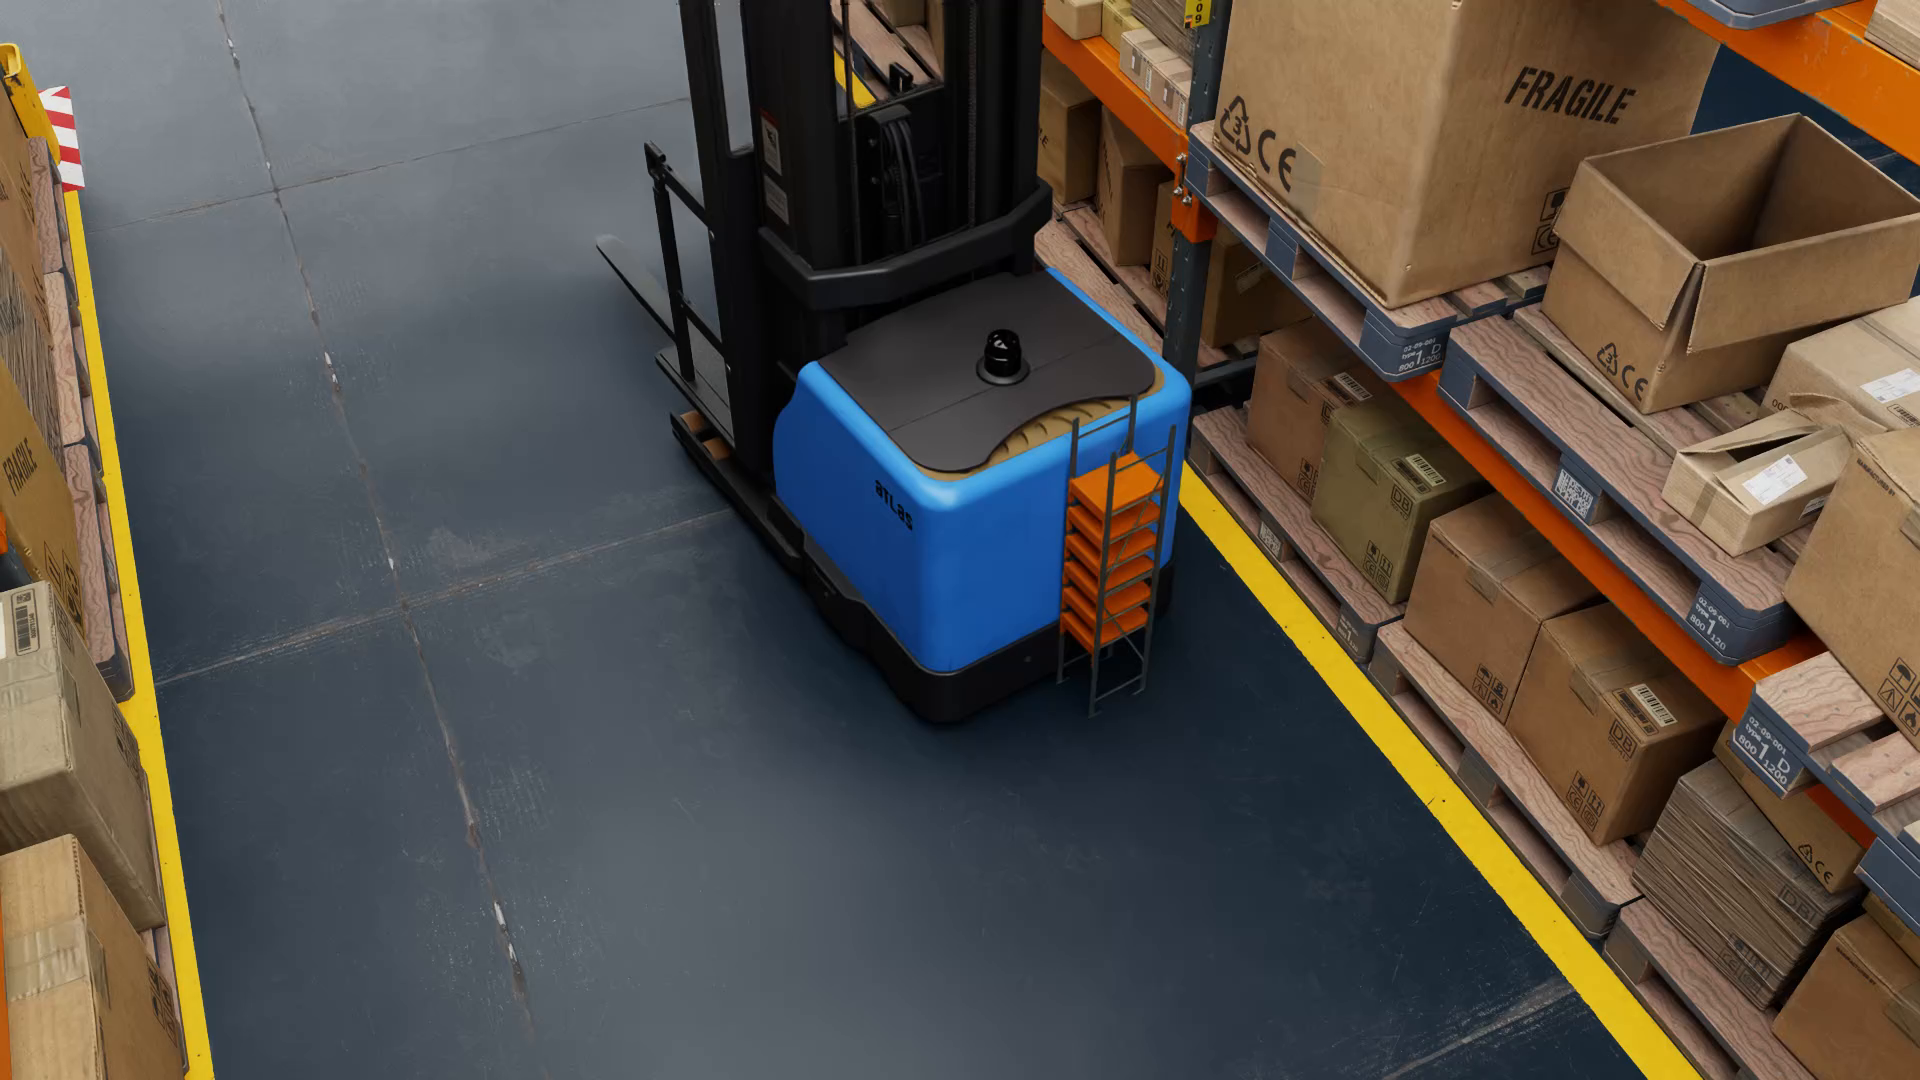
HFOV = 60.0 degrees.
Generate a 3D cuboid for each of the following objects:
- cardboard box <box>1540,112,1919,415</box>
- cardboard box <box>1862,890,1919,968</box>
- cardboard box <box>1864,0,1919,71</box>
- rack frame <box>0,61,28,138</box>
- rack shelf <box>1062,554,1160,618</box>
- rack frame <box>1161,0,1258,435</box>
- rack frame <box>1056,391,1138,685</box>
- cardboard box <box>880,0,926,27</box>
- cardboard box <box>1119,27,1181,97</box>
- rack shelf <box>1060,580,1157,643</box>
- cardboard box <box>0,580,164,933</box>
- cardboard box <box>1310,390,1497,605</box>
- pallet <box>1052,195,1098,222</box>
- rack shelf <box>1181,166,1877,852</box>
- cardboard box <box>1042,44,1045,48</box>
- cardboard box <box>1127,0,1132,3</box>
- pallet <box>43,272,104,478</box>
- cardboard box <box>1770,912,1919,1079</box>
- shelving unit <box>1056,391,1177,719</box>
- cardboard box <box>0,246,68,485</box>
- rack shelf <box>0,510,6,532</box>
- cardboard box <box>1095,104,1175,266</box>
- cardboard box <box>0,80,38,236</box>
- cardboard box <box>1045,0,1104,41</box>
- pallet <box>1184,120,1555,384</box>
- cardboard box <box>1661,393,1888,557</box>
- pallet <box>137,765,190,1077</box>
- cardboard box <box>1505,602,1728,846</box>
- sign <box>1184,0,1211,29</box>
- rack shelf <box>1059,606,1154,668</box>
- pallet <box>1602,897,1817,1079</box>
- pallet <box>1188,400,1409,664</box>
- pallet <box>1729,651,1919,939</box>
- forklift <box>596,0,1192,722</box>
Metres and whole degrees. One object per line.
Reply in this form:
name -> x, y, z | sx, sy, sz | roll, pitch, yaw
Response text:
cardboard box -> 2.077, -0.762, 4.514 | 0.797, 0.503, 0.637 | -14, 46, -13
cardboard box -> 2.637, 0.944, 4.090 | 0.500, 0.250, 0.500 | -16, 47, -16
cardboard box -> 2.094, -0.982, 3.080 | 0.500, 0.250, 0.500 | -17, 47, -16
rack frame -> -4.961, -2.802, 6.954 | 1.000, 3.000, 0.127 | -18, 47, -17
rack shelf -> 0.485, 0.111, 5.347 | 0.258, 0.103, 0.180 | -25, 50, -23
rack frame -> 1.264, -1.653, 5.790 | 1.000, 3.000, 0.127 | -18, 47, -17
rack frame -> 0.434, 0.026, 5.370 | 0.240, 1.200, 0.006 | -25, 50, -23
cardboard box -> -0.171, -3.059, 8.695 | 0.500, 0.500, 0.500 | -10, 45, -10
cardboard box -> 0.810, -1.776, 6.093 | 0.380, 0.149, 0.250 | -18, 47, -17
rack shelf -> 0.485, 0.196, 5.431 | 0.258, 0.103, 0.180 | -25, 50, -23
cardboard box -> -2.936, 0.768, 4.639 | 1.050, 0.750, 0.750 | -18, 47, -18
cardboard box -> 1.686, -0.213, 5.796 | 0.700, 0.500, 0.500 | -18, 47, -18
pallet -> 0.433, -1.856, 7.981 | 1.003, 0.211, 1.213 | -18, 47, -17
rack shelf -> 2.105, -0.122, 4.751 | 1.077, 0.370, 4.000 | -18, 47, -17
cardboard box -> 0.358, -2.283, 7.909 | 0.500, 0.500, 0.500 | -14, 46, -14
cardboard box -> 0.953, -2.428, 6.293 | 0.875, 0.500, 0.500 | -18, 47, -17
pallet -> -4.044, -0.546, 6.653 | 1.003, 0.211, 1.213 | -18, 47, -17
cardboard box -> 2.646, 1.208, 4.356 | 0.700, 0.500, 0.500 | -20, 48, -19
shelving unit -> 0.485, 0.079, 5.315 | 0.258, 1.200, 0.189 | -25, 50, -23
cardboard box -> -3.862, -0.640, 5.977 | 0.875, 0.875, 0.875 | -18, 47, -17
rack shelf -> -4.120, -1.271, 5.915 | 1.077, 0.370, 4.000 | -18, 47, -17
cardboard box -> 0.884, -1.542, 7.158 | 0.500, 0.500, 0.500 | -5, 45, -5
cardboard box -> -4.616, -1.782, 7.134 | 0.875, 0.875, 0.875 | -18, 47, -17
cardboard box -> 0.553, -2.079, 6.400 | 0.380, 0.149, 0.250 | -18, 47, -17
pallet -> 1.453, -1.055, 5.320 | 1.003, 0.211, 1.213 | -18, 47, -17
cardboard box -> 2.000, -0.188, 4.102 | 0.396, 0.266, 0.258 | -19, 48, -19
pallet -> -2.886, 1.210, 4.874 | 1.003, 0.211, 1.213 | -18, 47, -17
cardboard box -> 2.156, 0.499, 5.075 | 0.700, 0.500, 0.500 | -14, 46, -14
sign -> 0.775, -1.796, 5.318 | 0.100, 0.325, 0.005 | -18, 47, -17
rack shelf -> 0.485, 0.282, 5.515 | 0.258, 0.103, 0.180 | -25, 50, -23
pallet -> 2.619, 1.390, 4.691 | 1.003, 0.211, 1.213 | -18, 47, -17
pallet -> 1.593, -0.165, 6.267 | 1.003, 0.211, 1.213 | -18, 47, -17
pallet -> 2.549, 0.542, 3.702 | 1.213, 0.211, 1.003 | -18, 47, -17
forklift -> -0.481, -1.446, 5.629 | 1.130, 2.935, 3.031 | -25, 50, -23
